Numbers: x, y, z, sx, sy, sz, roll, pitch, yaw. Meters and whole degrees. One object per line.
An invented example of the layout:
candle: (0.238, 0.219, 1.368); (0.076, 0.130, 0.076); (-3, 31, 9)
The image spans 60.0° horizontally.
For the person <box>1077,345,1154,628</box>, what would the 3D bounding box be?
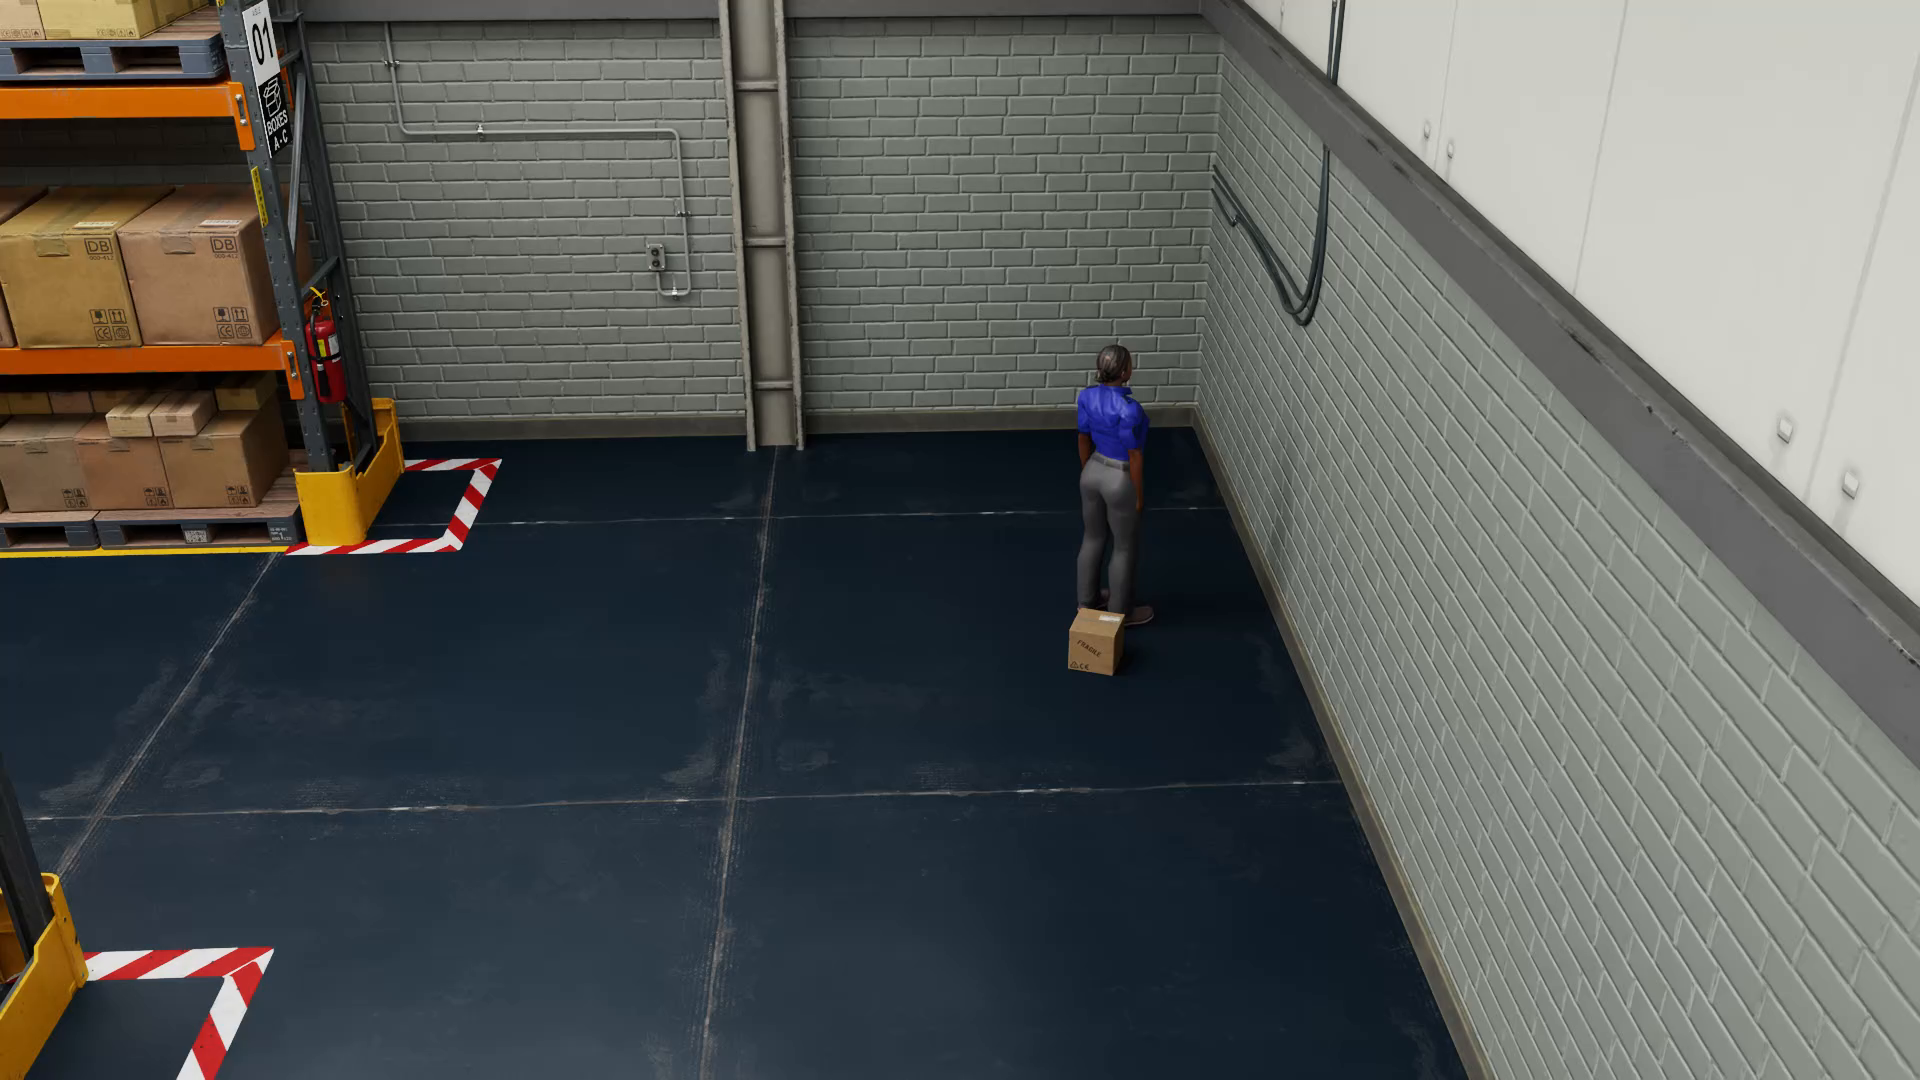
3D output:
person: (0.863, -0.306, 9.209); (0.339, 1.659, 0.446); (-25, 37, -39)
